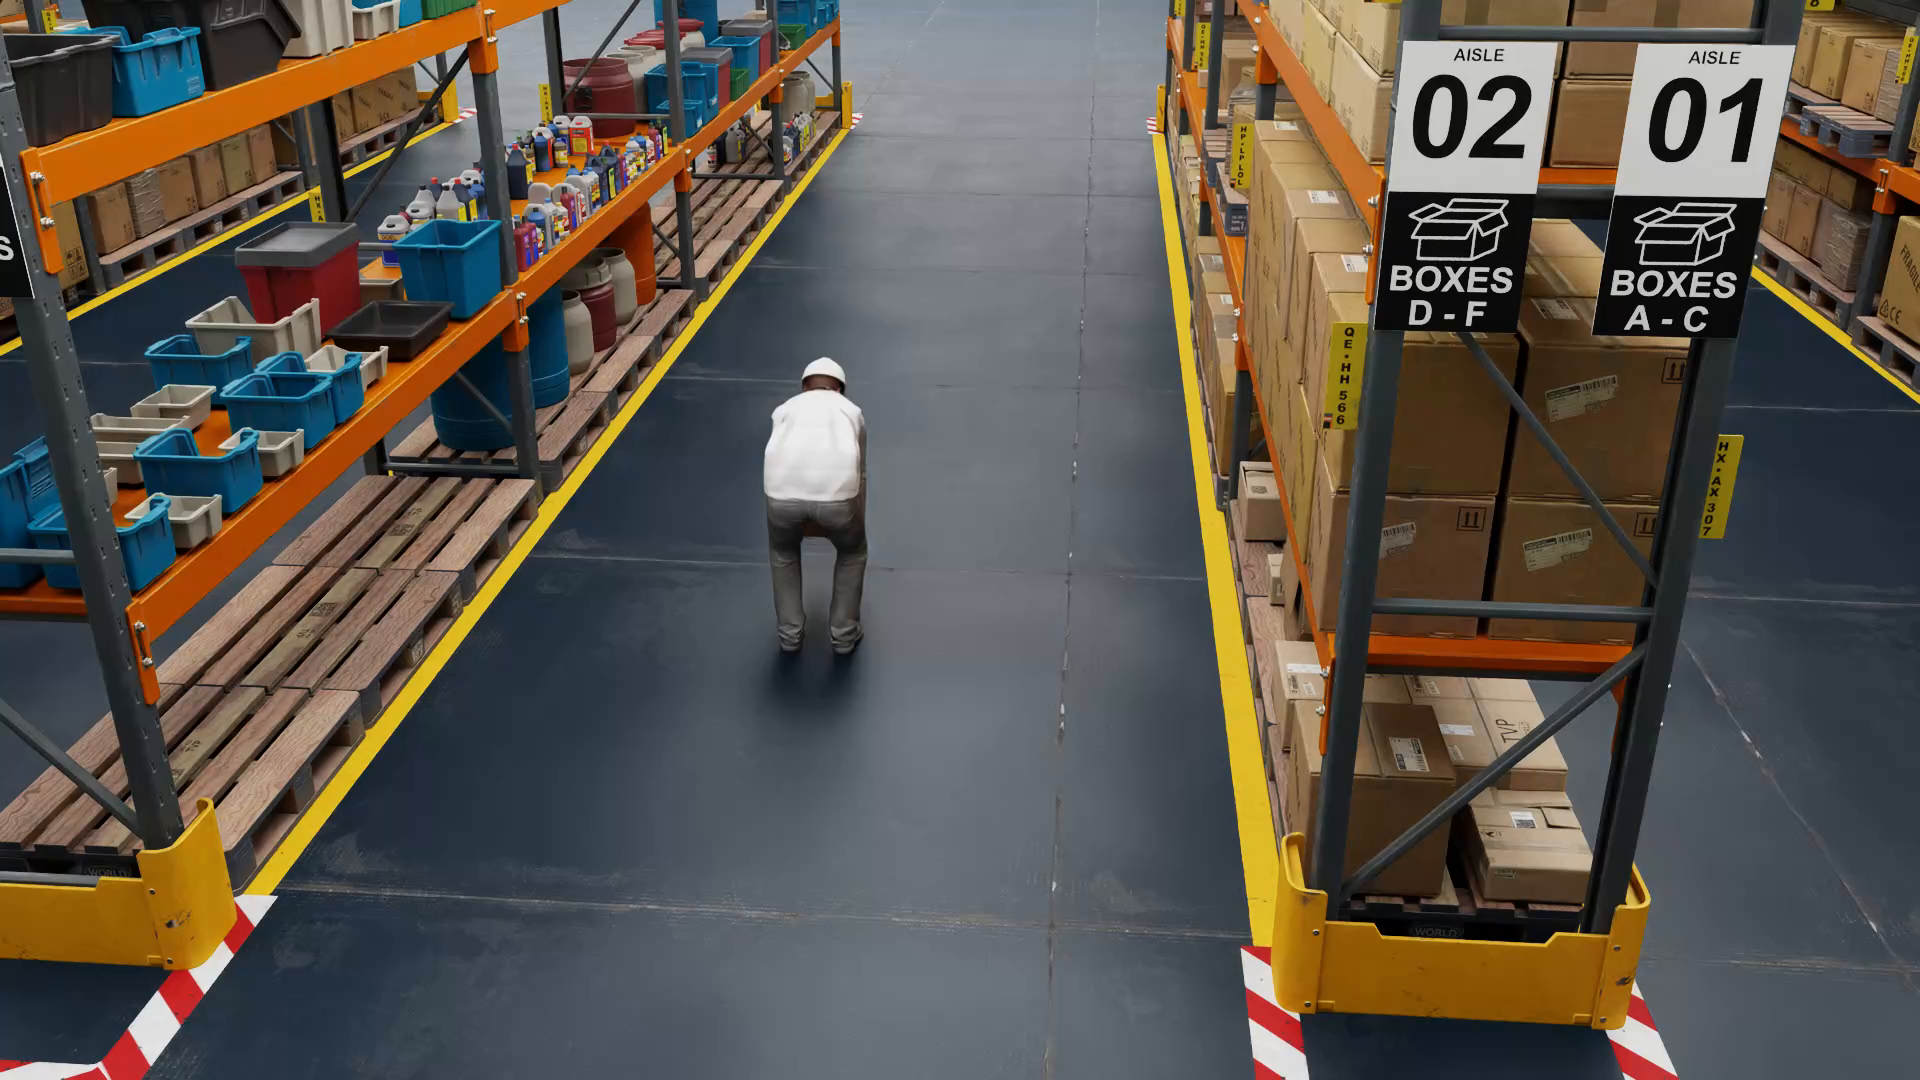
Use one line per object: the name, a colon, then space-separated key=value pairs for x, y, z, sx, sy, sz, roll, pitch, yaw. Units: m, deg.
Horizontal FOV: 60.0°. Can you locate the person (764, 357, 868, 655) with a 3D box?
person: x=-0.678 y=-0.166 z=8.069 sx=0.479 sy=1.255 sz=0.969 roll=1 pitch=24 yaw=2
